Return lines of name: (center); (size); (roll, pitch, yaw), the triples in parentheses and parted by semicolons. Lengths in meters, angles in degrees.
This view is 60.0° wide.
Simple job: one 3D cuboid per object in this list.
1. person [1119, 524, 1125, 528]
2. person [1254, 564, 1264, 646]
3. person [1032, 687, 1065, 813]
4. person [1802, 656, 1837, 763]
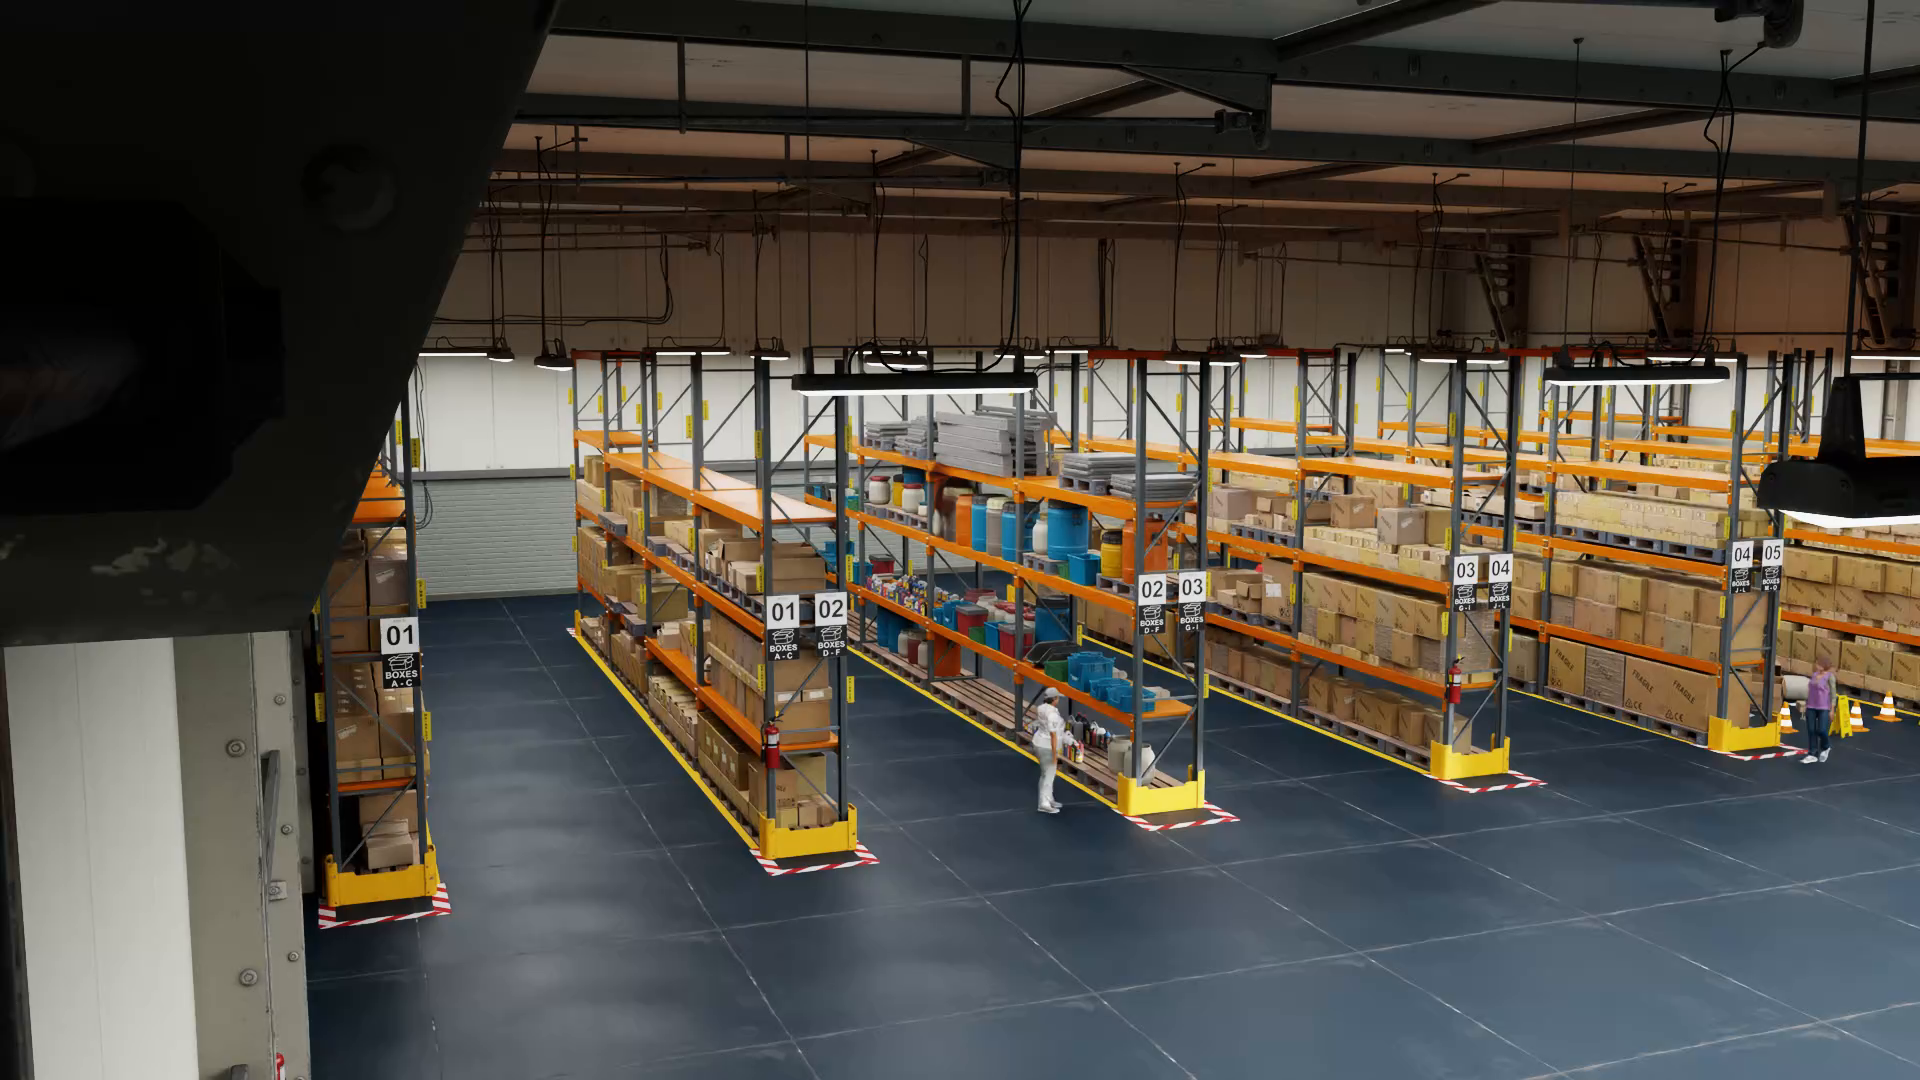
person: (3.969, 0.478, 40.316); (0.561, 1.762, 0.995); (-3, 8, -21)
person: (5.887, 1.368, 32.833); (0.446, 1.793, 0.597); (-1, 7, -8)
person: (1.200, 2.777, 22.030); (0.448, 1.682, 0.498); (-2, 7, -13)
person: (12.643, 2.494, 24.457); (0.419, 1.594, 0.450); (-7, 10, -44)
